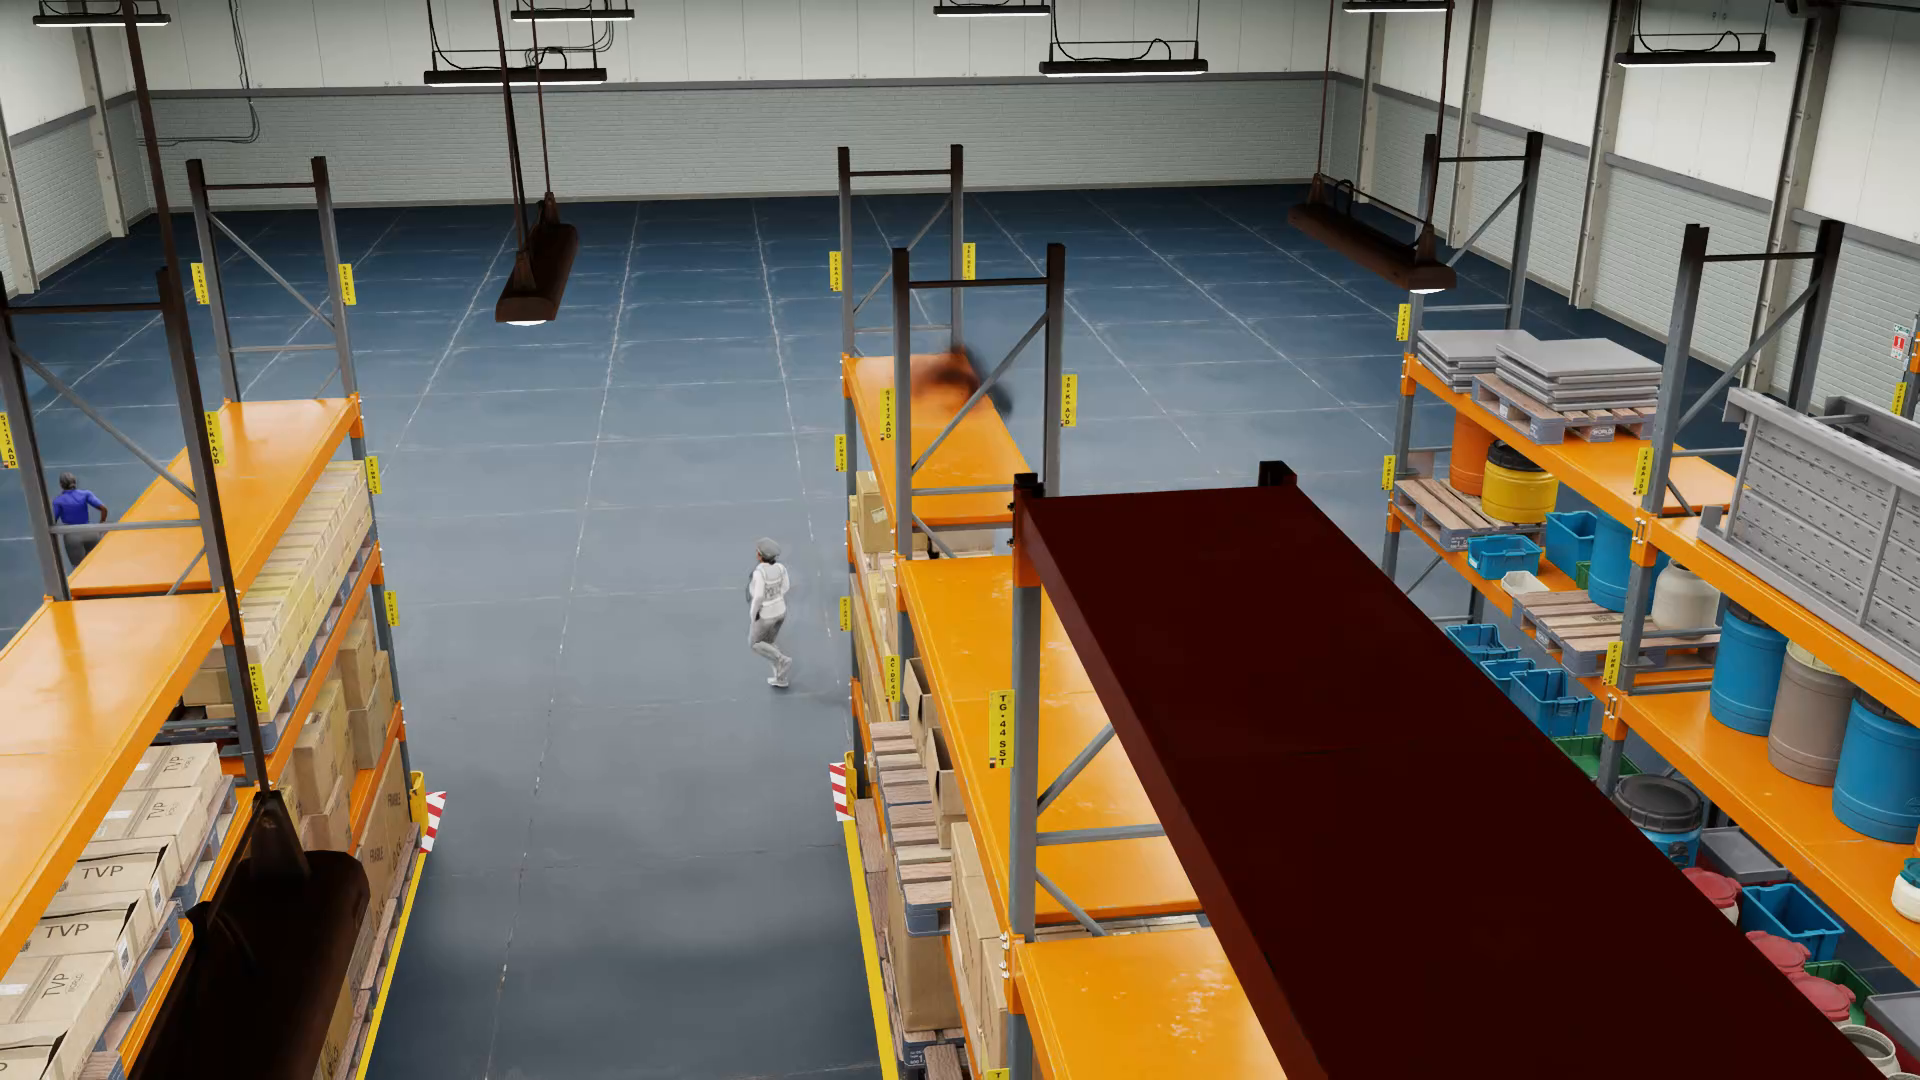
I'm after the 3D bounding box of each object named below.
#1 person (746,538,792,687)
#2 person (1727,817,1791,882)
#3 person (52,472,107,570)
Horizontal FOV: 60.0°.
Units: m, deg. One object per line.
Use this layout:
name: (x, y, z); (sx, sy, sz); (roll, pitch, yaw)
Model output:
person: (-2.024, 0.779, 17.455); (0.581, 1.662, 0.637); (15, 26, 34)
person: (6.593, 2.281, 13.741); (0.593, 1.597, 0.585); (-9, 23, -22)
person: (-10.242, -0.010, 19.377); (0.893, 1.639, 0.576); (16, 26, 34)
